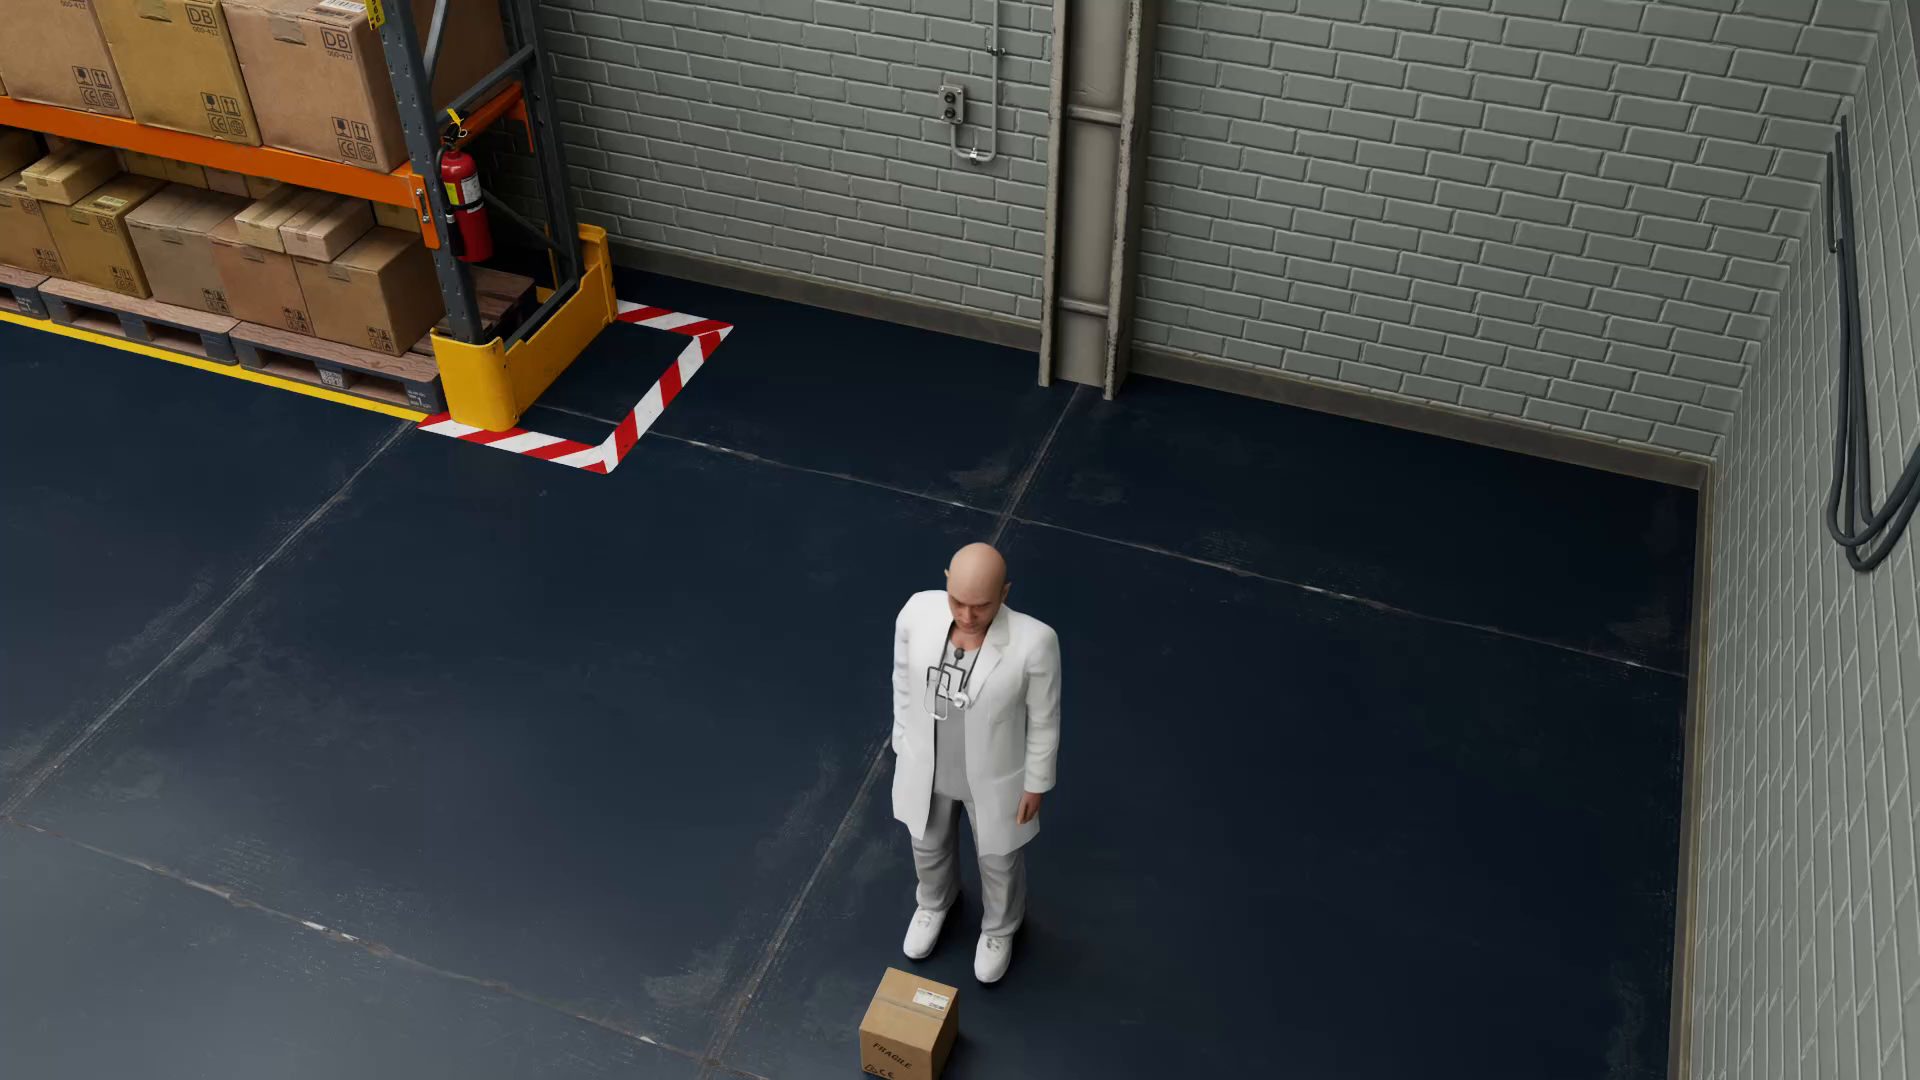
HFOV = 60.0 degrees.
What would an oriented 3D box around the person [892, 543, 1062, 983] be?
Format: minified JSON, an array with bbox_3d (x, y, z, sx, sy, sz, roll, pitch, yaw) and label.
[{"bbox_3d":[0.034,0.732,5.327,0.562,1.777,0.379,15,43,16],"label":"person"}]
